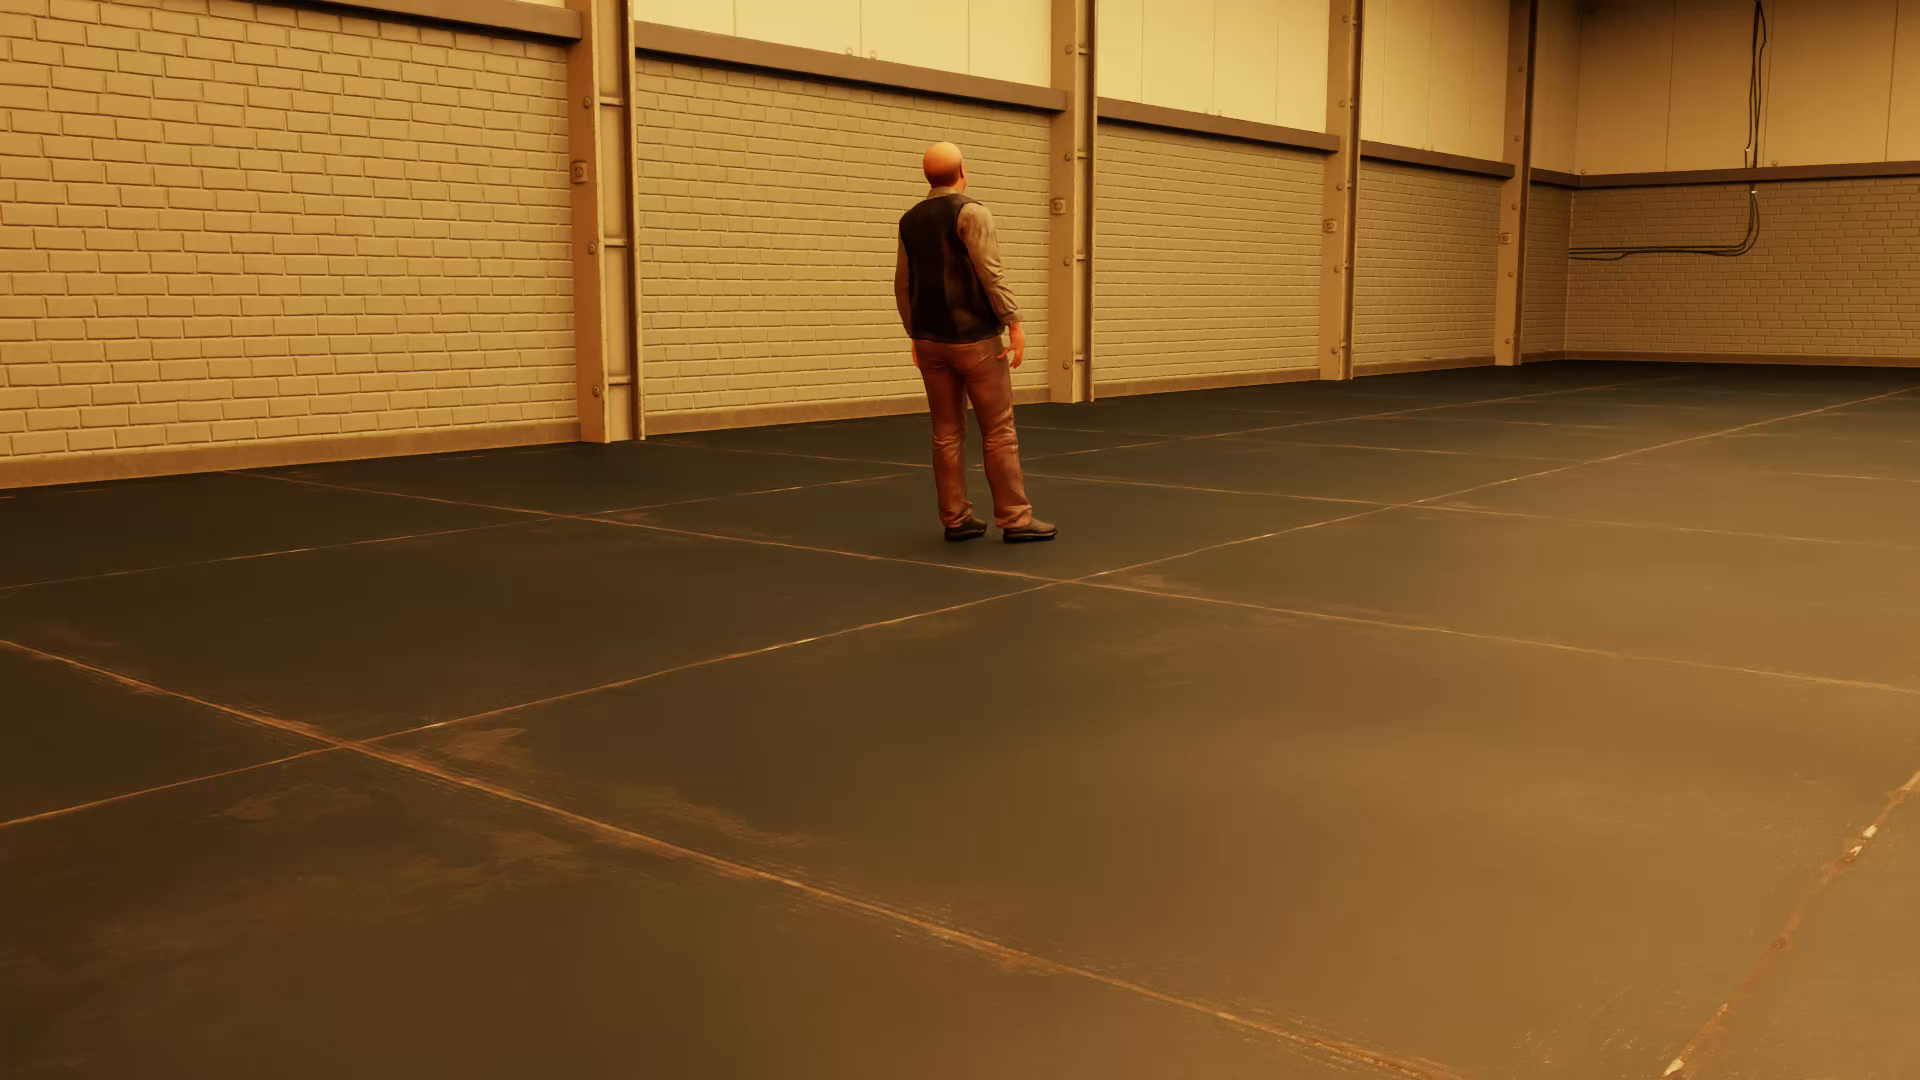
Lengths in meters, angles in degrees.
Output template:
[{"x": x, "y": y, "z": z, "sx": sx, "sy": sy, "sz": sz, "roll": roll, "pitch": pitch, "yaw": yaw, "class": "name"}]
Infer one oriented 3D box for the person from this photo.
[{"x": 0.045, "y": -0.865, "z": 7.322, "sx": 0.632, "sy": 1.720, "sz": 0.568, "roll": 7, "pitch": 11, "yaw": 38, "class": "person"}]
